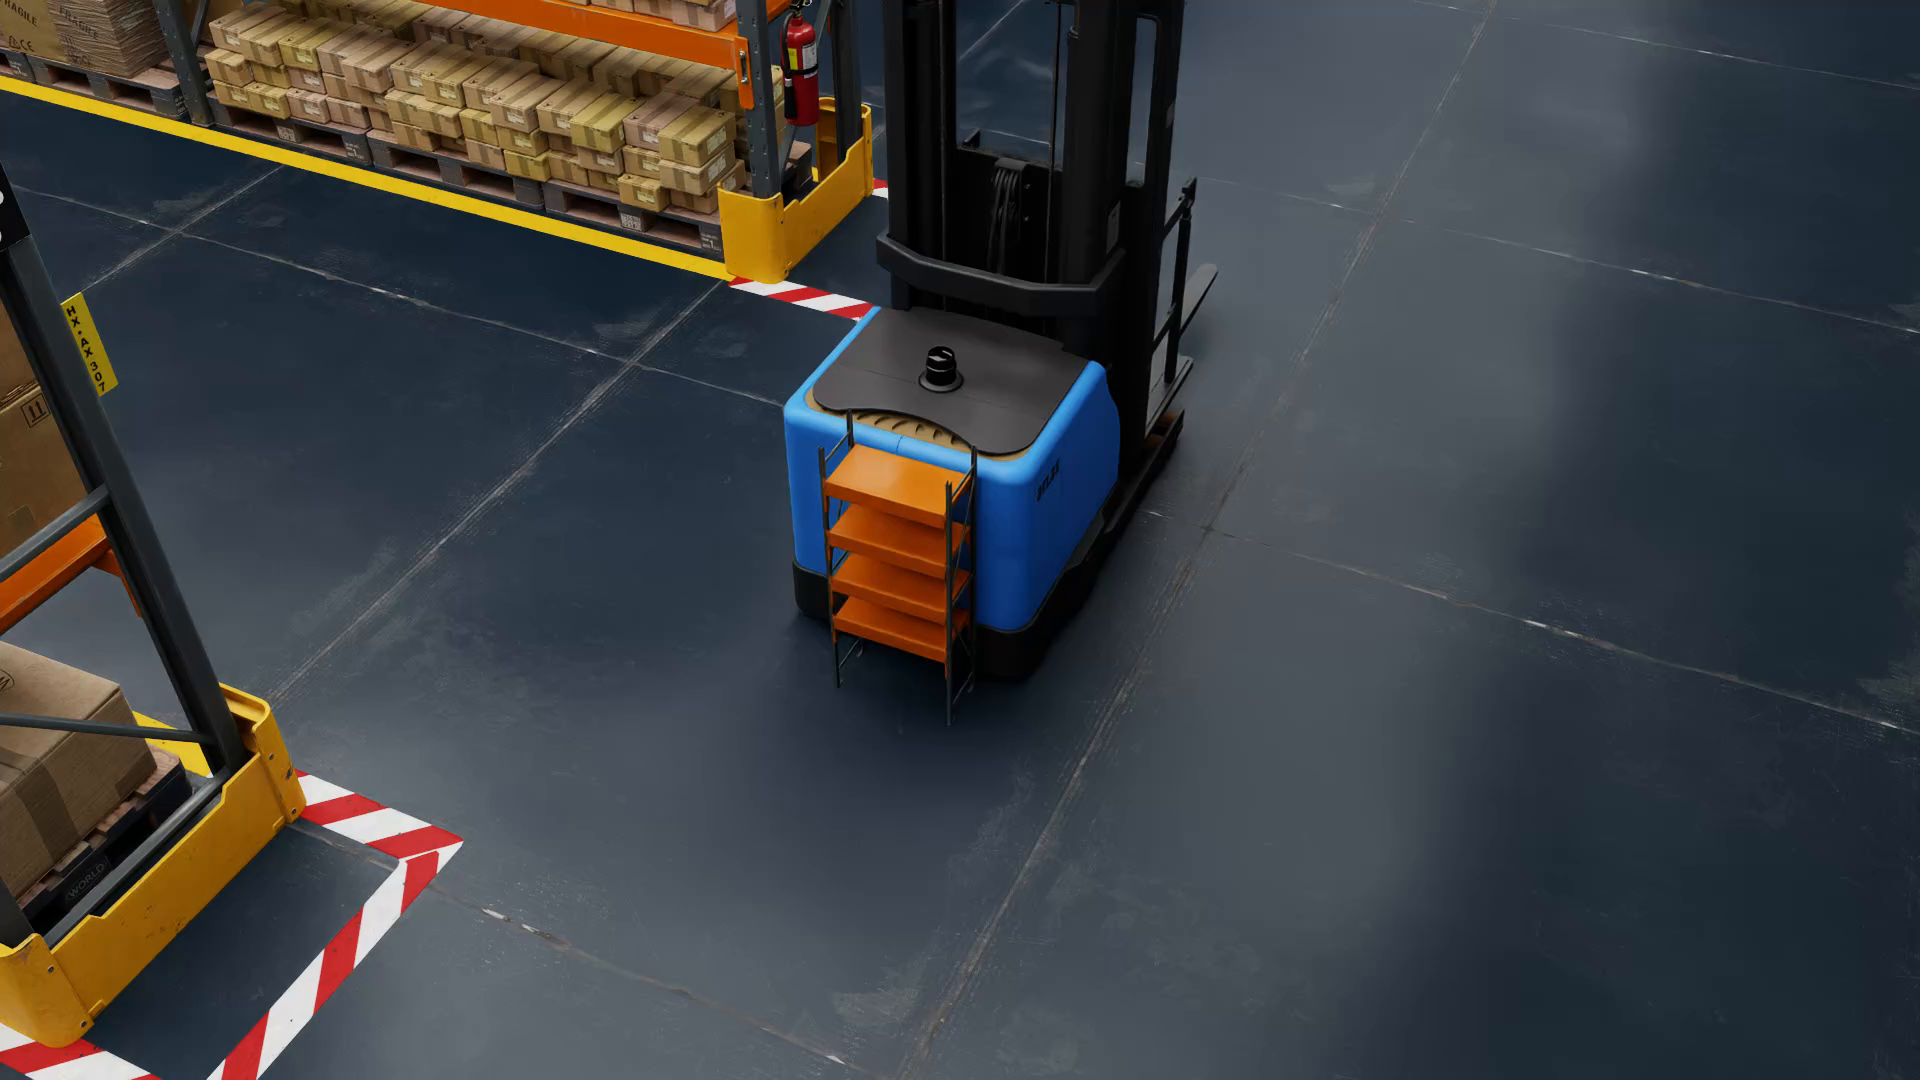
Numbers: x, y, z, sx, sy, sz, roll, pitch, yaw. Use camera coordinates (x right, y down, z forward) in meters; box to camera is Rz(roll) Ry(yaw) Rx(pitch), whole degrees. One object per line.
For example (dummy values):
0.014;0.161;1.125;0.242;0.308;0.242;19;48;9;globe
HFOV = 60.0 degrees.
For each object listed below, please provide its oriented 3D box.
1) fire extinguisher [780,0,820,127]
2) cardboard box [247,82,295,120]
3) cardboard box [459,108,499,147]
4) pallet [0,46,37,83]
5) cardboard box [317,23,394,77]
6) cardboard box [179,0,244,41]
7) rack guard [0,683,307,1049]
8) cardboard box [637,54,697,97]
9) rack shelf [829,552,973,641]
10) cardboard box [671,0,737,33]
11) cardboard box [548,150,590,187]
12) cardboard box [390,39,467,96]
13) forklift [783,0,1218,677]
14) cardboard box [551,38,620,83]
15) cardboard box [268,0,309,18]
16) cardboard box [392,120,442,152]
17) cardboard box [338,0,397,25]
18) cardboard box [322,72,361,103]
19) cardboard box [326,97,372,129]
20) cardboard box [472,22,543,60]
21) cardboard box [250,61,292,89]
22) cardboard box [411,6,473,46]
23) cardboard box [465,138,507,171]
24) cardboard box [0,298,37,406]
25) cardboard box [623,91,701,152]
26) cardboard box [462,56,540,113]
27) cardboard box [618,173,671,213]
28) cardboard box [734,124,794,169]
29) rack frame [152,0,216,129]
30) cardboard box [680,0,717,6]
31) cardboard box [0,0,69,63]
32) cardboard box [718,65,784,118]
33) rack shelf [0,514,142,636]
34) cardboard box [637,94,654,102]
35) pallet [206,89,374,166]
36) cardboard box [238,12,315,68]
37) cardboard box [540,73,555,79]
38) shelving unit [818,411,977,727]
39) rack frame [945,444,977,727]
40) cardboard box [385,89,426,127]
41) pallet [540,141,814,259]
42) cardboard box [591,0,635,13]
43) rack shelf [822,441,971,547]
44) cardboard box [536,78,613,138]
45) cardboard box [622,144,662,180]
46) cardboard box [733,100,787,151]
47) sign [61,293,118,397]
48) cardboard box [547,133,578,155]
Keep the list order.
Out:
-0.775;-2.333;7.996;0.183;0.674;0.296;17;44;19;fire extinguisher
-3.998;-2.671;9.897;0.250;0.149;0.380;18;44;20;cardboard box
-2.578;-2.378;9.333;0.250;0.149;0.380;19;44;21;cardboard box
-6.249;-3.453;11.072;1.213;0.211;1.003;17;44;19;pallet
-3.488;-2.832;9.629;0.250;0.149;0.380;16;43;18;cardboard box
-4.990;-3.531;10.621;0.500;0.500;0.500;19;44;20;cardboard box
-2.788;1.070;5.634;0.348;0.500;1.175;17;44;19;rack guard
-1.614;-2.651;9.420;0.250;0.149;0.380;17;44;19;cardboard box
-0.217;0.179;6.230;0.480;0.148;0.258;16;43;18;rack shelf
-1.223;-2.675;8.237;0.250;0.149;0.380;17;44;19;cardboard box
-2.081;-2.147;9.292;0.250;0.149;0.380;17;44;19;cardboard box
-3.010;-2.686;9.461;0.250;0.149;0.380;15;43;17;cardboard box
0.392;-1.538;6.787;1.130;2.935;3.031;17;44;18;forklift
-2.121;-2.753;9.538;0.250;0.149;0.380;19;44;20;cardboard box
-4.000;-3.317;10.188;0.250;0.149;0.380;18;44;20;cardboard box
-3.046;-2.409;9.596;0.250;0.149;0.380;16;43;17;cardboard box
-3.524;-3.205;10.059;0.250;0.149;0.380;17;44;18;cardboard box
-3.493;-2.719;9.726;0.250;0.149;0.380;15;43;16;cardboard box
-3.499;-2.592;9.807;0.250;0.149;0.380;16;43;18;cardboard box
-2.609;-2.866;9.668;0.250;0.149;0.380;17;44;19;cardboard box
-3.973;-2.841;9.867;0.250;0.149;0.380;17;44;19;cardboard box
-3.037;-3.067;9.900;0.250;0.149;0.380;15;43;17;cardboard box
-2.578;-2.268;9.432;0.250;0.149;0.380;18;44;19;cardboard box
-3.124;-0.599;4.811;0.500;0.500;0.500;16;43;18;cardboard box
-1.598;-2.253;8.961;0.250;0.149;0.380;18;44;19;cardboard box
-2.554;-2.539;9.291;0.250;0.149;0.380;16;43;17;cardboard box
-1.649;-1.962;9.079;0.250;0.149;0.380;18;44;20;cardboard box
-1.148;-2.264;9.427;0.250;0.149;0.380;18;44;19;cardboard box
-4.433;-3.955;9.523;0.127;3.000;1.000;17;44;19;rack frame
-1.324;-2.969;8.082;0.500;0.500;0.500;18;44;19;cardboard box
-5.675;-3.367;10.432;0.500;0.500;0.500;16;43;18;cardboard box
-1.139;-2.500;9.246;0.250;0.149;0.380;15;43;17;cardboard box
-4.622;-0.163;5.697;4.000;0.370;1.077;17;44;19;rack shelf
-1.658;-2.463;9.430;0.250;0.149;0.380;18;44;19;cardboard box
-3.809;-2.736;10.246;1.213;0.211;1.003;17;44;19;pallet
-3.984;-2.931;9.743;0.250;0.149;0.380;19;44;21;cardboard box
-2.388;-2.666;9.665;0.250;0.149;0.380;19;44;21;cardboard box
-0.217;0.128;6.186;0.503;1.200;0.258;16;43;18;shelving unit
0.006;0.193;6.111;0.015;1.200;0.240;16;43;18;rack frame
-3.052;-2.521;9.498;0.250;0.149;0.380;17;44;18;cardboard box
-1.598;-2.060;9.466;1.213;0.211;1.003;17;44;19;pallet
-1.666;-2.826;8.412;0.250;0.149;0.380;17;44;18;cardboard box
-0.217;-0.169;5.929;0.480;0.148;0.258;16;43;18;rack shelf
-2.095;-2.359;9.083;0.250;0.149;0.380;15;43;17;cardboard box
-1.621;-2.122;9.037;0.250;0.149;0.380;16;43;18;cardboard box
-1.174;-2.338;9.287;0.250;0.149;0.380;19;44;20;cardboard box
-2.569;-0.566;4.891;0.005;0.325;0.100;17;44;19;sign
-2.079;-2.296;9.238;0.250;0.149;0.380;16;44;18;cardboard box
